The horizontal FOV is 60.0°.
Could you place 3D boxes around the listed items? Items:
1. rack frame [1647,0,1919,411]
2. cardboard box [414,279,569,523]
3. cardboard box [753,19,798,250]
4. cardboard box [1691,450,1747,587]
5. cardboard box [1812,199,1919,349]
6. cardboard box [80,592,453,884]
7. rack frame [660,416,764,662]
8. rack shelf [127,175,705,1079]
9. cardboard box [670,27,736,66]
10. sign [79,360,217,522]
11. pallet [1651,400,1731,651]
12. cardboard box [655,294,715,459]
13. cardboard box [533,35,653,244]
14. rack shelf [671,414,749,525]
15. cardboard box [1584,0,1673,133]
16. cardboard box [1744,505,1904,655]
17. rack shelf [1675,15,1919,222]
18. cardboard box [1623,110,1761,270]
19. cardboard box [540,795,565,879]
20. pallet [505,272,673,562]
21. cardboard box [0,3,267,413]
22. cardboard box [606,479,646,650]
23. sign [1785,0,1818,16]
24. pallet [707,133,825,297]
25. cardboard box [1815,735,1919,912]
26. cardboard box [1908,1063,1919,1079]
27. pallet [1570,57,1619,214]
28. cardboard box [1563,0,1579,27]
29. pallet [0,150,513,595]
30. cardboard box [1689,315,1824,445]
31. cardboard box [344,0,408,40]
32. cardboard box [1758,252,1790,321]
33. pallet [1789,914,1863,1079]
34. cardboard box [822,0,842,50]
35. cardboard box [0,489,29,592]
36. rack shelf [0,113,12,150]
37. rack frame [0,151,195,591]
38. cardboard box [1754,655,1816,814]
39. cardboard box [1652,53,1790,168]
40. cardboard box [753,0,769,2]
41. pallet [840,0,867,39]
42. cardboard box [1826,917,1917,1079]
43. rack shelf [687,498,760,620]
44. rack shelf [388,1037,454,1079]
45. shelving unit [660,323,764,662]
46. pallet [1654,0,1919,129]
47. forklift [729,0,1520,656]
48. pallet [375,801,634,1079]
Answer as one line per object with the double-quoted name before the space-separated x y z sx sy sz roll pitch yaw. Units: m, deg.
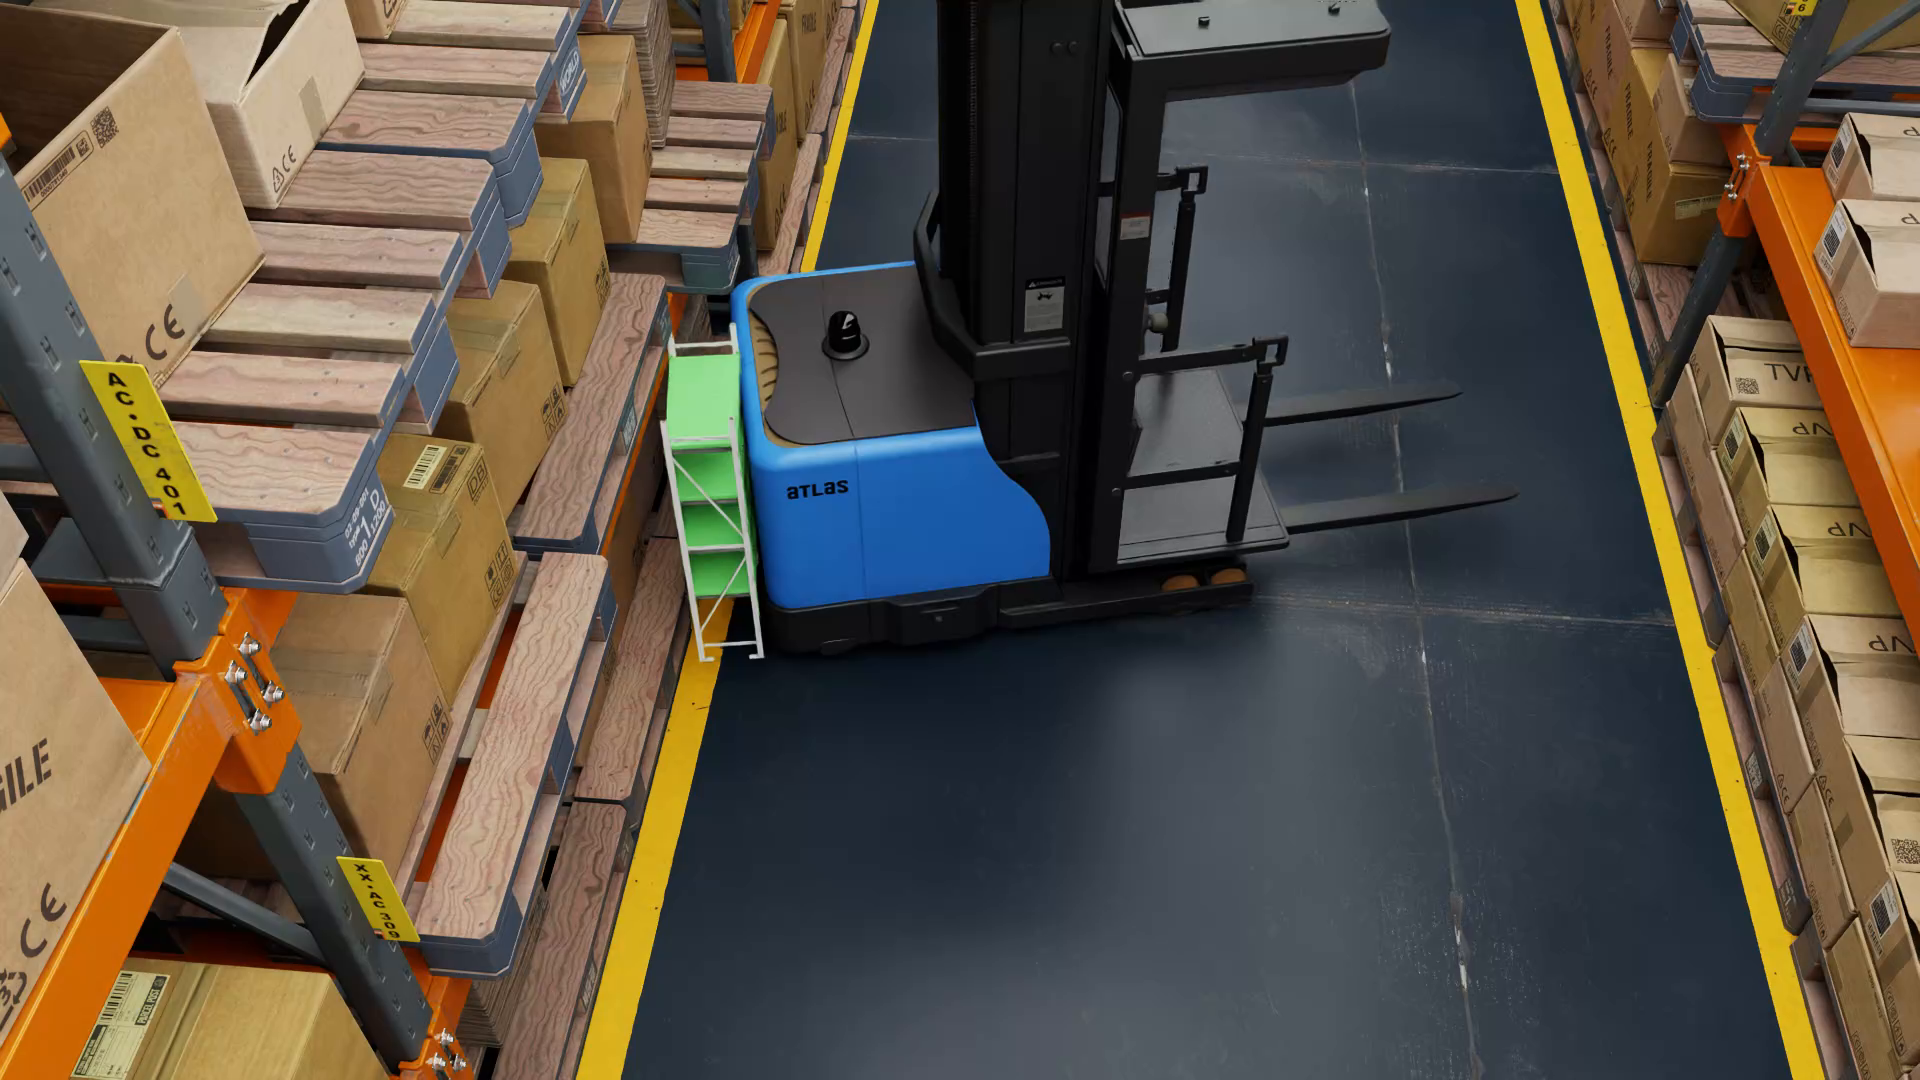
"rack frame" 3.543 -1.595 6.202 1.000 3.000 0.127 4 48 4
"cardboard box" -1.587 -0.436 4.776 0.700 0.500 0.500 10 48 9
"cardboard box" -1.192 -1.873 7.629 0.750 0.750 0.750 3 48 3
"cardboard box" 3.158 -0.074 6.390 0.500 0.250 0.500 3 48 2
"cardboard box" 3.269 -0.921 5.646 0.500 0.311 0.500 3 48 3
"cardboard box" -1.674 0.460 3.957 0.700 0.500 0.500 4 48 4
"rack frame" -0.856 0.028 5.830 0.240 1.200 0.015 -3 46 -4
"rack shelf" -1.572 -0.213 5.426 1.077 0.370 4.000 4 48 4
"cardboard box" -1.129 -2.074 6.797 0.380 0.149 0.250 3 48 3
"sign" -1.214 -0.142 2.490 0.100 0.325 0.005 4 48 4
"pallet" 3.429 -0.052 6.680 1.003 0.211 1.213 4 48 4
"cardboard box" -1.404 -0.698 6.777 0.700 0.500 0.500 4 48 4
"cardboard box" -1.447 -1.349 5.611 0.700 0.500 0.500 0 48 0
"rack shelf" -0.876 -0.270 5.873 0.258 0.148 0.480 -3 46 -4
"cardboard box" 3.484 -2.369 8.306 0.500 0.500 0.500 2 48 2
"cardboard box" 3.115 0.128 5.825 0.500 0.311 0.500 3 48 2
"rack shelf" 3.726 -2.822 7.812 1.077 0.370 4.000 4 48 4
"cardboard box" 3.395 -1.603 7.605 0.500 0.500 0.500 6 48 5
"cardboard box" -1.707 0.784 5.422 0.700 0.500 0.500 3 48 3
"pallet" -1.530 -0.404 5.242 1.003 0.211 1.213 4 48 4
"cardboard box" -1.625 -0.571 2.880 0.500 0.500 0.500 10 48 9
"cardboard box" -1.584 0.040 6.103 0.700 0.500 0.500 4 48 3
"sign" 3.002 -1.989 5.831 0.100 0.325 0.005 4 48 4
"pallet" -1.243 -1.559 8.059 1.003 0.211 1.213 4 48 4
"cardboard box" 3.019 0.875 5.142 0.500 0.311 0.500 4 48 3
"cardboard box" 2.930 1.624 4.456 0.500 0.311 0.500 4 48 4
"pallet" 3.763 -2.094 8.548 1.003 0.211 1.213 4 48 4
"cardboard box" 3.584 -3.108 8.981 0.500 0.500 0.500 4 48 4
"pallet" -1.592 -0.382 3.187 1.213 0.211 1.003 4 48 4
"cardboard box" 3.203 -0.633 6.521 0.500 0.311 0.500 5 48 5
"cardboard box" -1.513 -1.477 3.709 0.500 0.500 0.500 2 48 2
"cardboard box" 3.869 -1.215 7.251 0.500 0.500 0.500 6 48 5
"pallet" 3.207 1.741 5.040 1.003 0.211 1.213 4 48 4
"cardboard box" -1.033 -3.141 8.789 0.750 0.750 0.750 5 48 5
"cardboard box" -1.530 0.010 1.943 0.500 0.500 0.500 0 48 0
"rack shelf" -1.572 -2.103 3.360 1.077 0.370 4.000 4 48 4
"rack frame" -1.755 -1.011 1.602 1.000 3.000 0.127 4 48 4
"cardboard box" 3.070 0.685 5.696 0.500 0.250 0.500 5 48 4
"cardboard box" 3.396 -1.898 7.367 0.500 0.250 0.500 6 48 5
"cardboard box" -0.989 -2.448 7.139 0.380 0.149 0.250 5 48 5
"pallet" -1.021 -3.352 9.699 1.003 0.211 1.213 4 48 4
"cardboard box" 2.976 1.435 5.010 0.500 0.250 0.500 3 48 3
"rack shelf" -0.878 0.065 6.217 0.258 0.148 0.480 -3 46 -4
"rack shelf" -1.937 2.726 2.737 1.077 0.370 4.000 4 48 4
"shelving unit" -0.877 -0.147 5.999 0.258 1.200 0.503 -3 46 -4
"pallet" 3.535 -2.033 6.733 1.213 0.211 1.003 4 48 4
"forklift" 0.691 -1.075 5.773 3.031 2.935 1.130 -7 48 -7
"pallet" -1.685 1.383 5.368 1.003 0.211 1.213 4 48 4
